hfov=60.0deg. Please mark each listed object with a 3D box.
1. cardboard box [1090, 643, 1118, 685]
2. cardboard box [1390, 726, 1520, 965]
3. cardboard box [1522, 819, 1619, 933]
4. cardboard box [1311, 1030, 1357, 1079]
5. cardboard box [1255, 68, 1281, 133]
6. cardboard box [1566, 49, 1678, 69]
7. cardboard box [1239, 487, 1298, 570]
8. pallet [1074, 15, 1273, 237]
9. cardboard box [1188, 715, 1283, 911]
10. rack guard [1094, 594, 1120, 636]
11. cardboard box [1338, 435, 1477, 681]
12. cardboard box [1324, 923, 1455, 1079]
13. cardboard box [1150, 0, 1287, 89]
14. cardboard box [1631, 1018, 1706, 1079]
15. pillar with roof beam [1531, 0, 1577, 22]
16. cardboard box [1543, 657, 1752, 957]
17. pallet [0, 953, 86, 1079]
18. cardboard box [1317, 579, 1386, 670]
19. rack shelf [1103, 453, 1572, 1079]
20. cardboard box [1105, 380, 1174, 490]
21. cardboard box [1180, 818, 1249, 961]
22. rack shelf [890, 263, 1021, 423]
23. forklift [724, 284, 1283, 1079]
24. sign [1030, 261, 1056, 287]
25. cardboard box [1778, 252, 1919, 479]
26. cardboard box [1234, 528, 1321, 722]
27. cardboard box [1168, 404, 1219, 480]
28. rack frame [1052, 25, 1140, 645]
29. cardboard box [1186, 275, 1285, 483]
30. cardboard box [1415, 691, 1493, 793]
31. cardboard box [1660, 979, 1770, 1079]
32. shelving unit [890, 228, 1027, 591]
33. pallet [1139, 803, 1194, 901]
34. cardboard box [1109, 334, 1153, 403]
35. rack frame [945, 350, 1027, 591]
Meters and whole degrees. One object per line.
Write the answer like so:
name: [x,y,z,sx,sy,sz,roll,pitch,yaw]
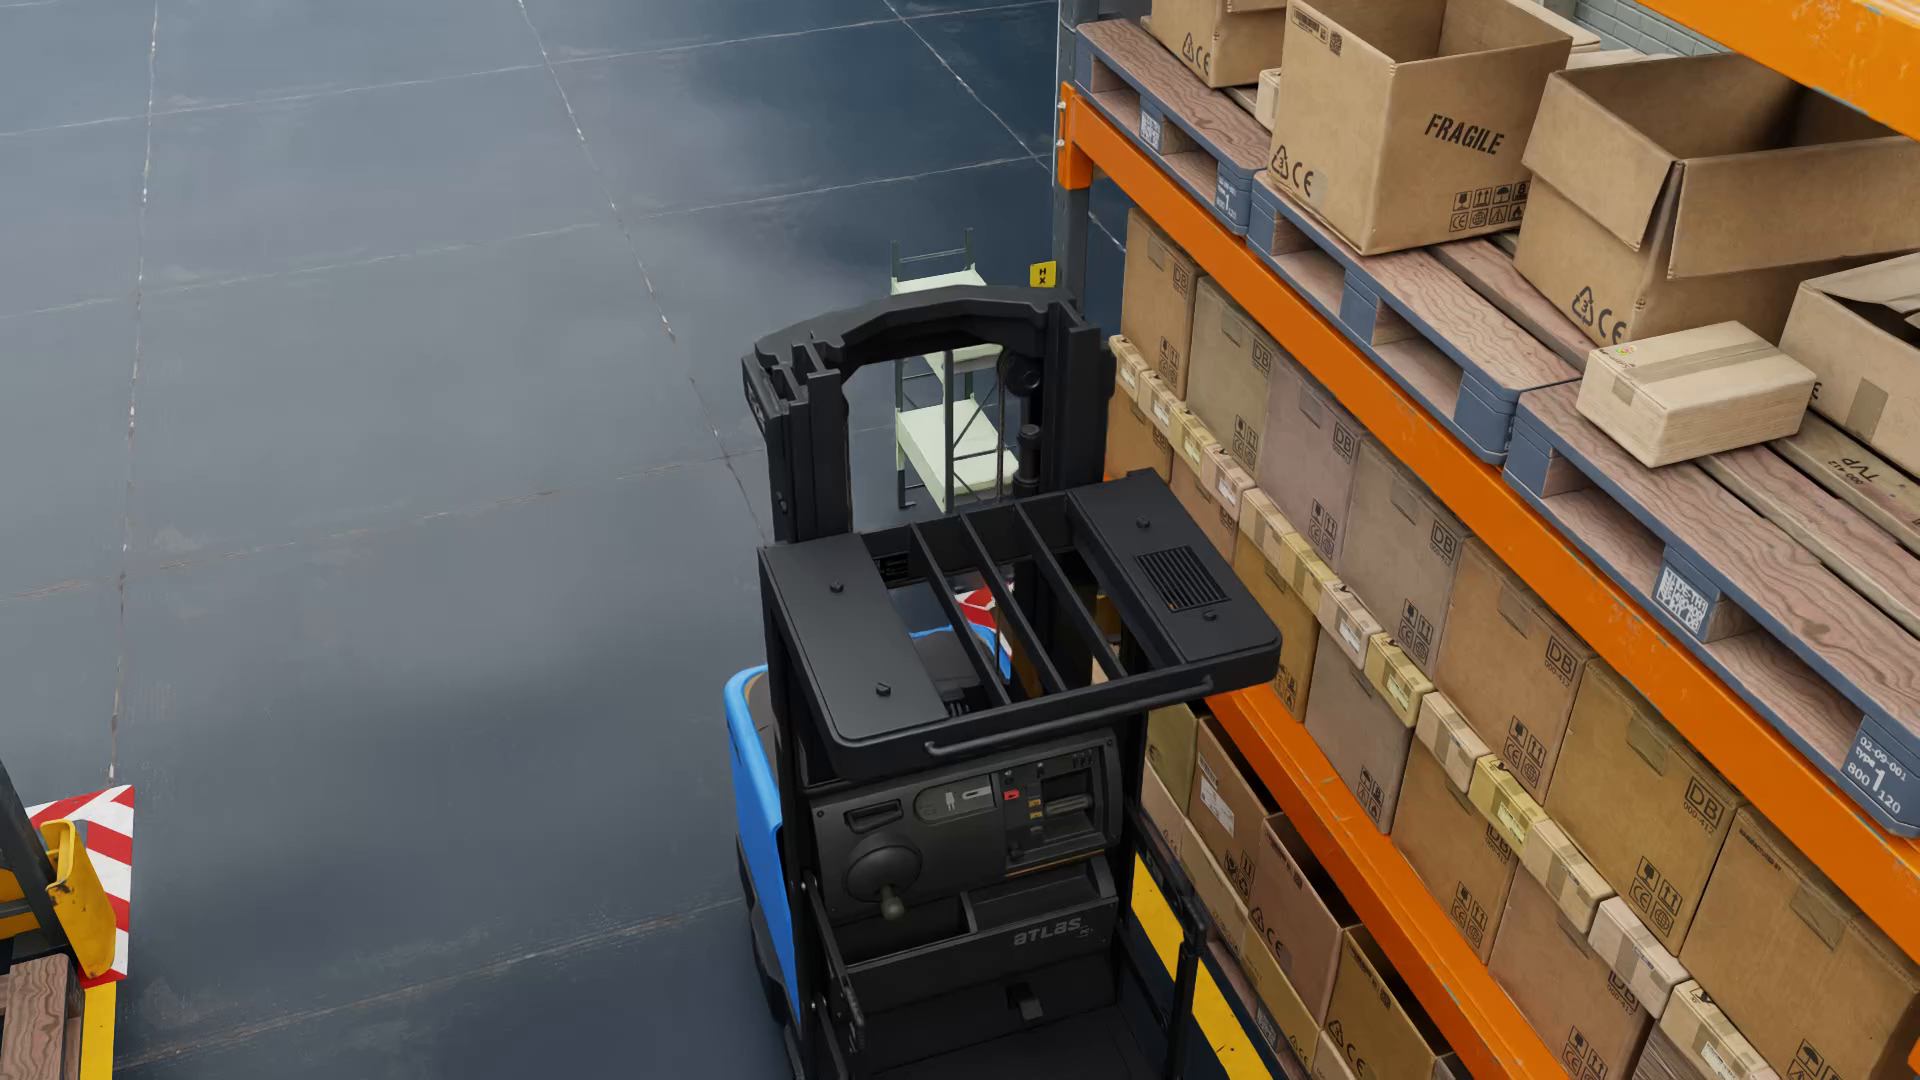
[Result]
cardboard box: [0.805,0.657,6.881,0.500,0.250,0.500,-12,39,-16]
cardboard box: [1.691,0.767,4.716,0.700,0.500,0.500,-12,39,-15]
cardboard box: [1.644,0.793,4.142,0.380,0.149,0.250,-13,39,-16]
cardboard box: [1.493,1.787,5.381,0.500,0.250,0.500,-12,39,-16]
cardboard box: [1.069,-1.243,4.717,0.380,0.149,0.250,-12,39,-16]
cardboard box: [1.665,-1.099,4.391,0.500,0.311,0.500,-8,38,-11]
cardboard box: [1.119,-0.072,5.291,0.380,0.149,0.250,-14,39,-17]
pallet: [1.049,-1.380,5.230,1.003,0.211,1.213,-12,39,-16]
cardboard box: [1.163,0.919,5.910,0.500,0.500,0.500,-12,39,-16]
rack guard: [0.821,0.362,7.414,1.175,0.500,0.348,-12,39,-16]
cardboard box: [1.529,-0.021,4.684,0.700,0.500,0.500,-12,39,-16]
cardboard box: [1.505,1.485,5.159,0.500,0.500,0.500,-12,39,-16]
cardboard box: [1.023,-1.760,5.109,0.797,0.503,0.637,-10,38,-13]
cardboard box: [2.047,1.348,3.945,0.700,0.500,0.500,-13,39,-17]
pillar with roof beam: [0.426,-6.328,9.232,9.100,9.000,0.400,-12,39,-16]
cardboard box: [1.872,0.545,3.933,0.700,0.500,0.500,-13,39,-16]
pallet: [-3.478,2.008,5.469,1.003,0.211,1.213,-12,39,-16]
cardboard box: [1.291,0.213,4.912,0.380,0.149,0.250,-12,39,-16]
rack shelf: [1.518,0.795,5.360,1.077,0.370,4.000,-12,39,-16]
cardboard box: [0.978,-0.396,6.260,0.700,0.500,0.500,-12,39,-16]
cardboard box: [1.152,1.221,6.132,0.500,0.250,0.500,-12,39,-16]
rack shelf: [-0.002,-0.915,7.629,0.431,0.370,0.720,-12,39,-16]
forklift: [0.104,0.903,4.676,1.130,2.935,3.031,-12,39,-15]
sign: [0.306,-0.888,6.211,0.100,0.325,0.005,-12,39,-16]
cardboard box: [2.095,-0.393,3.455,0.500,0.311,0.500,-15,39,-18]
cardboard box: [1.329,0.181,5.493,0.700,0.500,0.500,-12,39,-16]
cardboard box: [0.940,-0.365,5.680,0.380,0.149,0.250,-12,39,-16]
rack frame: [0.830,-0.622,6.644,1.000,3.000,0.127,-12,39,-16]
cardboard box: [1.182,-0.588,5.437,0.700,0.500,0.500,-13,39,-17]
cardboard box: [1.476,0.511,4.516,0.380,0.149,0.250,-11,38,-15]
cardboard box: [1.828,1.089,3.750,0.380,0.149,0.250,-13,39,-17]
shelving unit: [-0.002,-0.603,7.864,0.431,1.500,0.755,-12,39,-16]
pallet: [1.132,0.915,6.921,1.003,0.211,1.213,-12,39,-16]
cardboard box: [0.762,-0.655,6.065,0.380,0.149,0.250,-13,39,-16]
rack frame: [0.124,-0.396,7.590,0.400,1.500,0.023,-12,39,-16]
